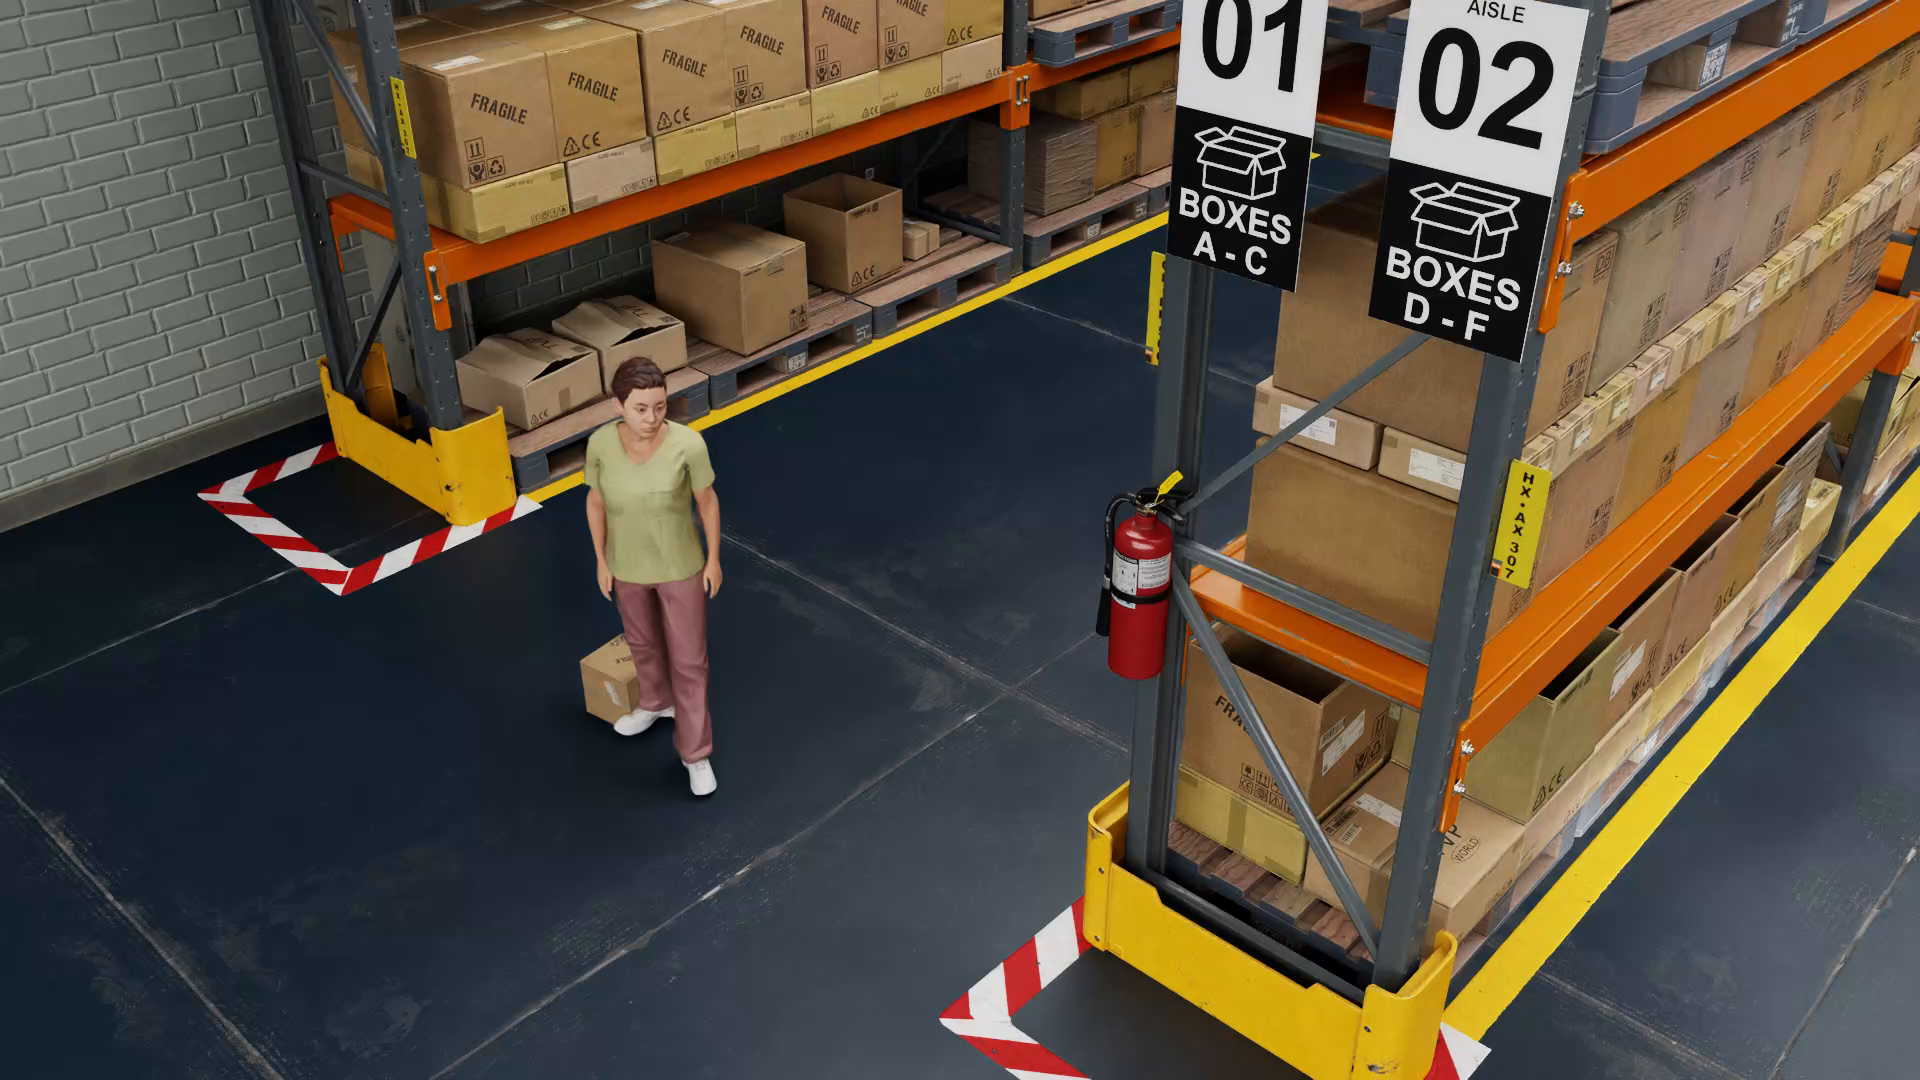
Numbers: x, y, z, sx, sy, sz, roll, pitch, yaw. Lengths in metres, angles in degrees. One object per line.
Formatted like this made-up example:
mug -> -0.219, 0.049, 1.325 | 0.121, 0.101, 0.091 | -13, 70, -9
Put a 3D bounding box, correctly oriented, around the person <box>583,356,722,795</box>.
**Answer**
person -> -1.102, 0.100, 5.969 | 0.493, 1.670, 0.559 | 2, 32, 4
